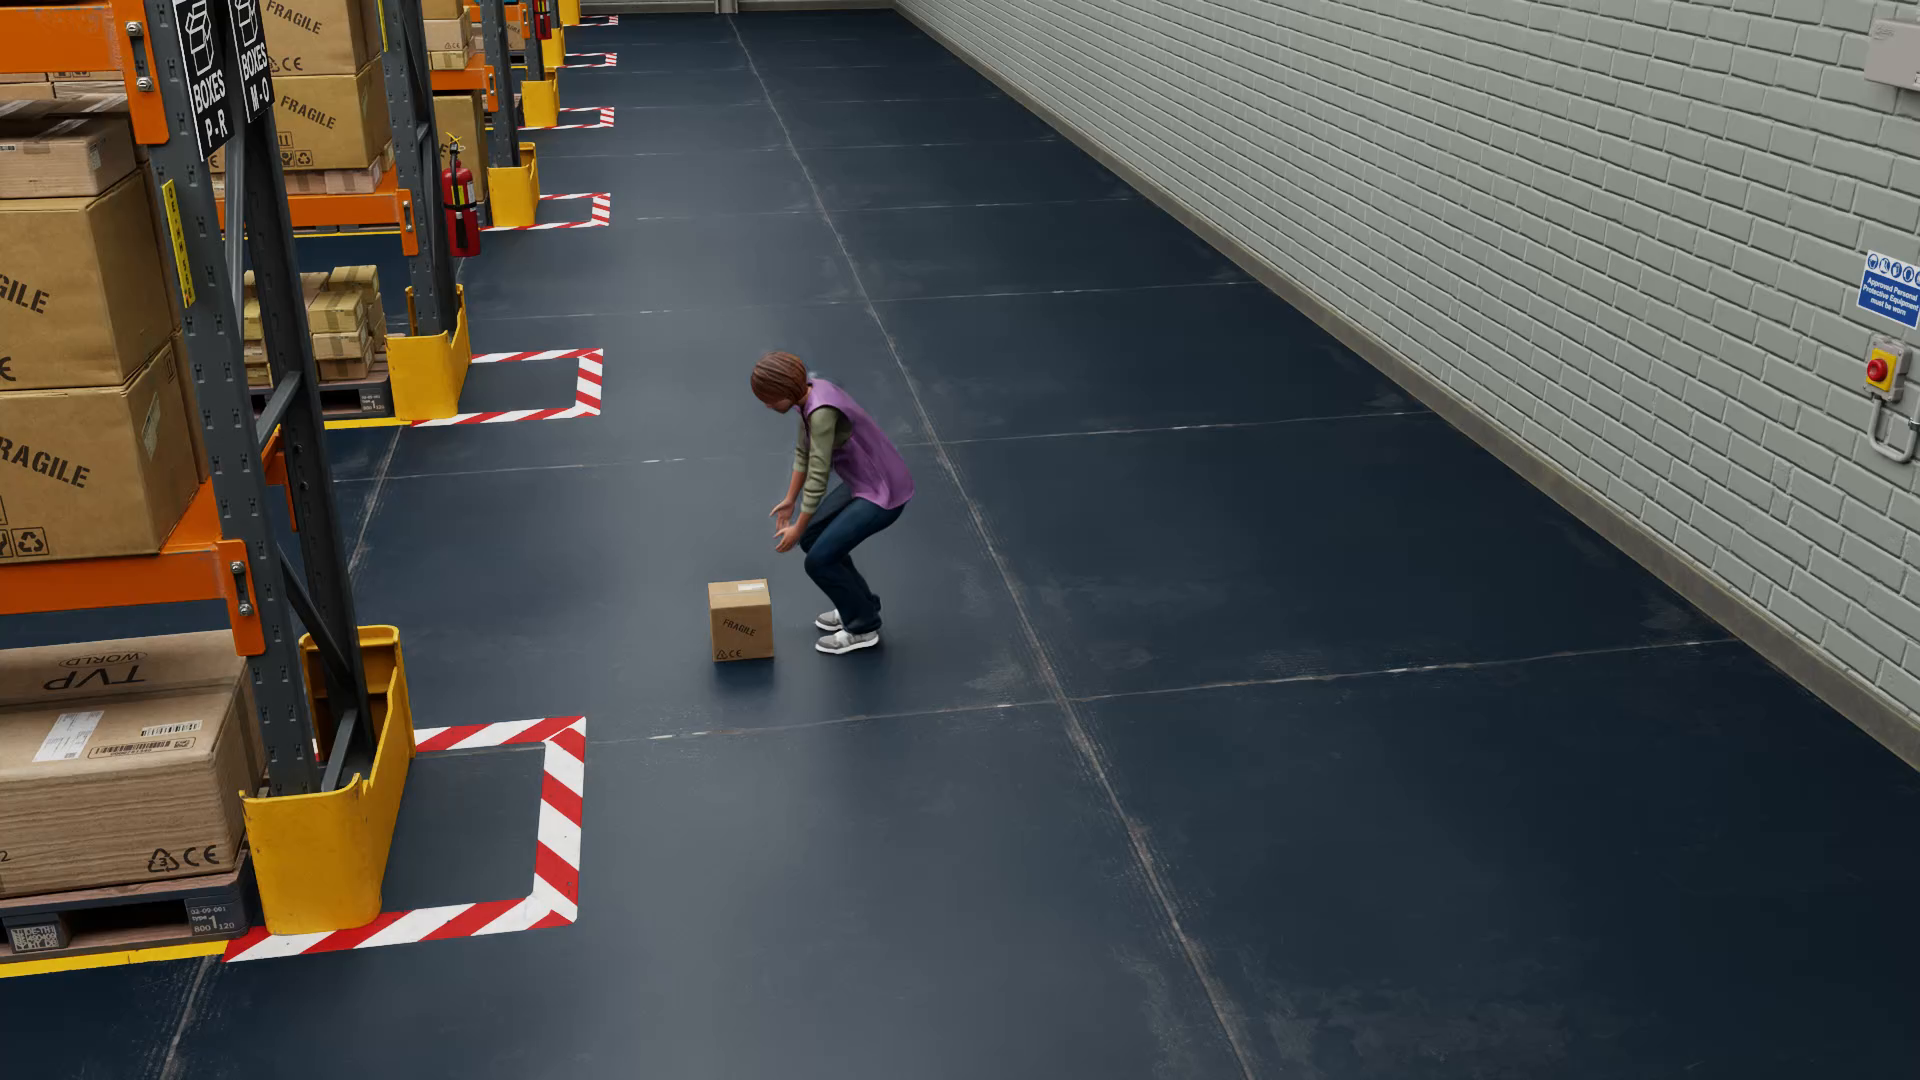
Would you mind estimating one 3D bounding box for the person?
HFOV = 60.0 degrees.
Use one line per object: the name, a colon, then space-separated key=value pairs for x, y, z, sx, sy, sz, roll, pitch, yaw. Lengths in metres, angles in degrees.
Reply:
person: x=-0.506 y=-0.158 z=6.855 sx=0.657 sy=1.297 sz=0.462 roll=-4 pitch=24 yaw=-10
